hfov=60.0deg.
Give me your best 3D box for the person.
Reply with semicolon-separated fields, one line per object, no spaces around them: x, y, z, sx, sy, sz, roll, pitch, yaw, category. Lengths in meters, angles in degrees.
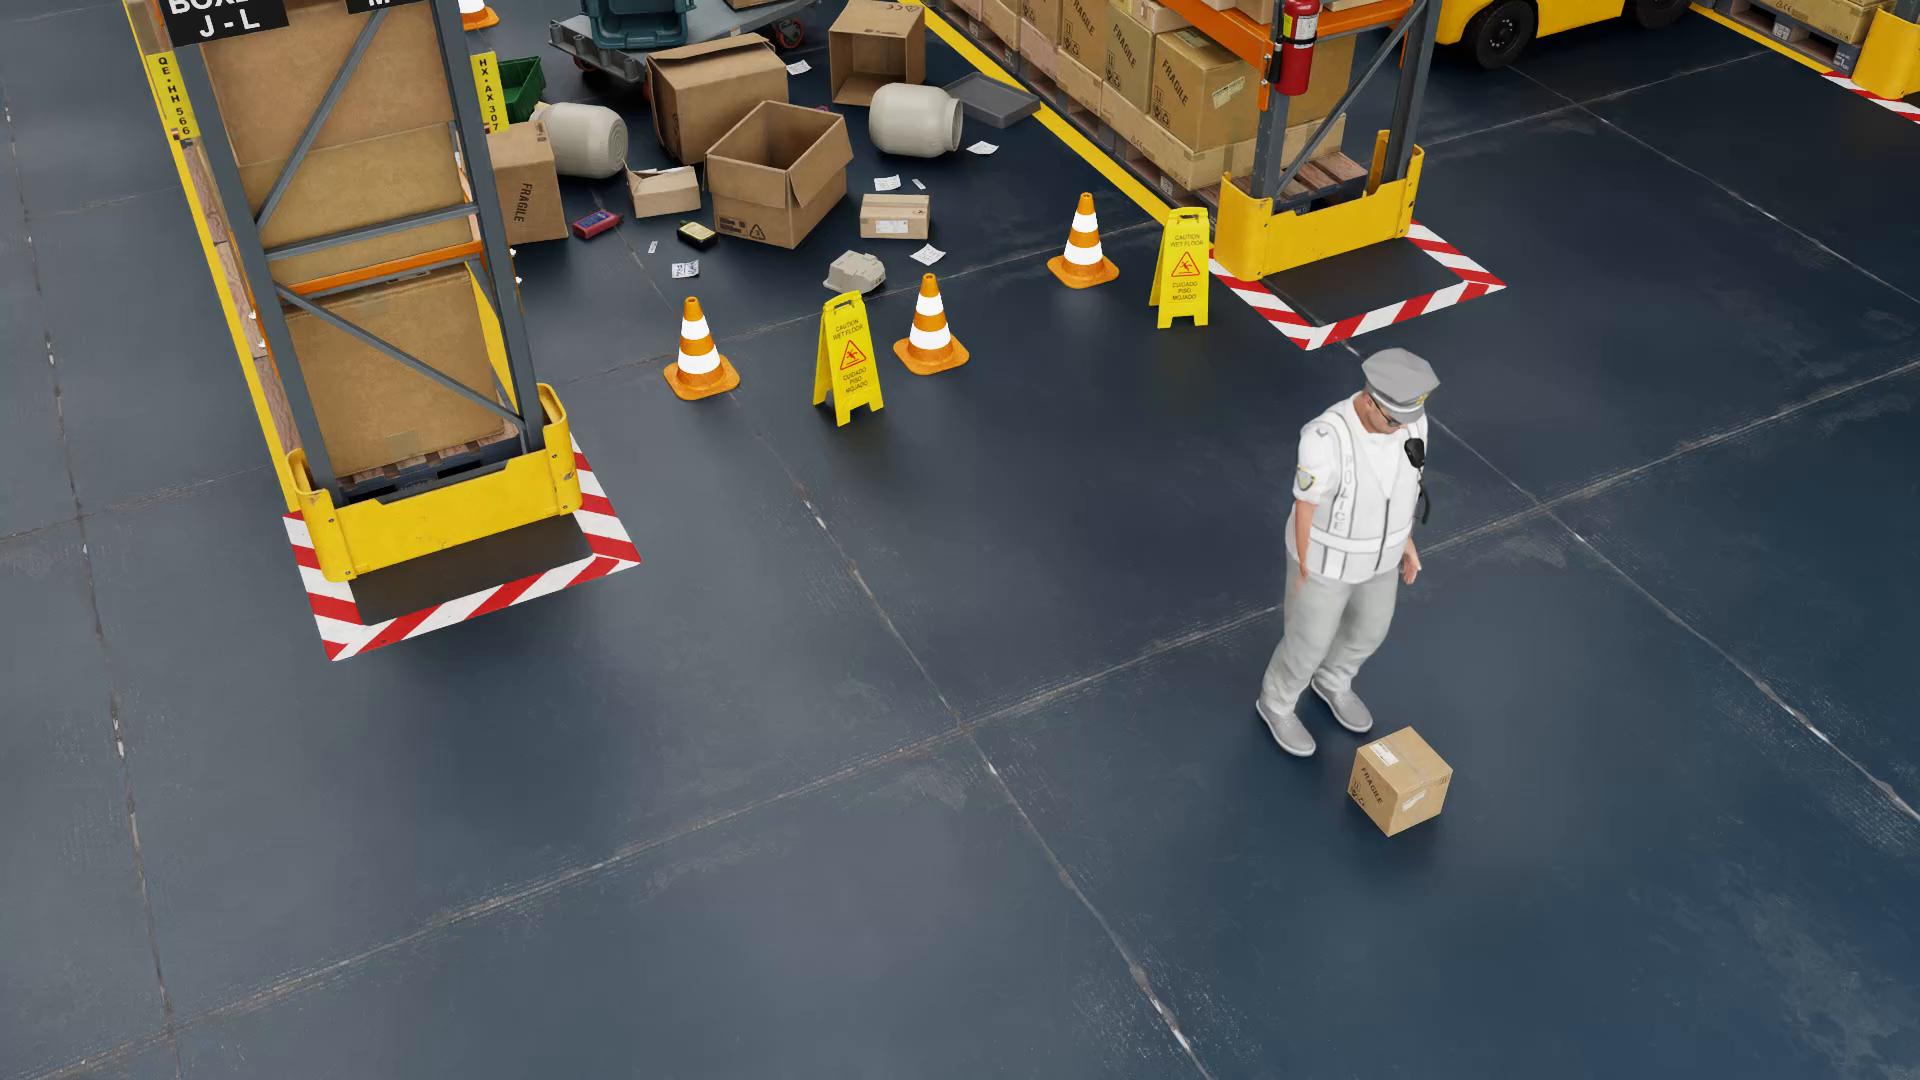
1.435;0.041;6.126;0.535;1.734;0.387;-18;44;-20;person
